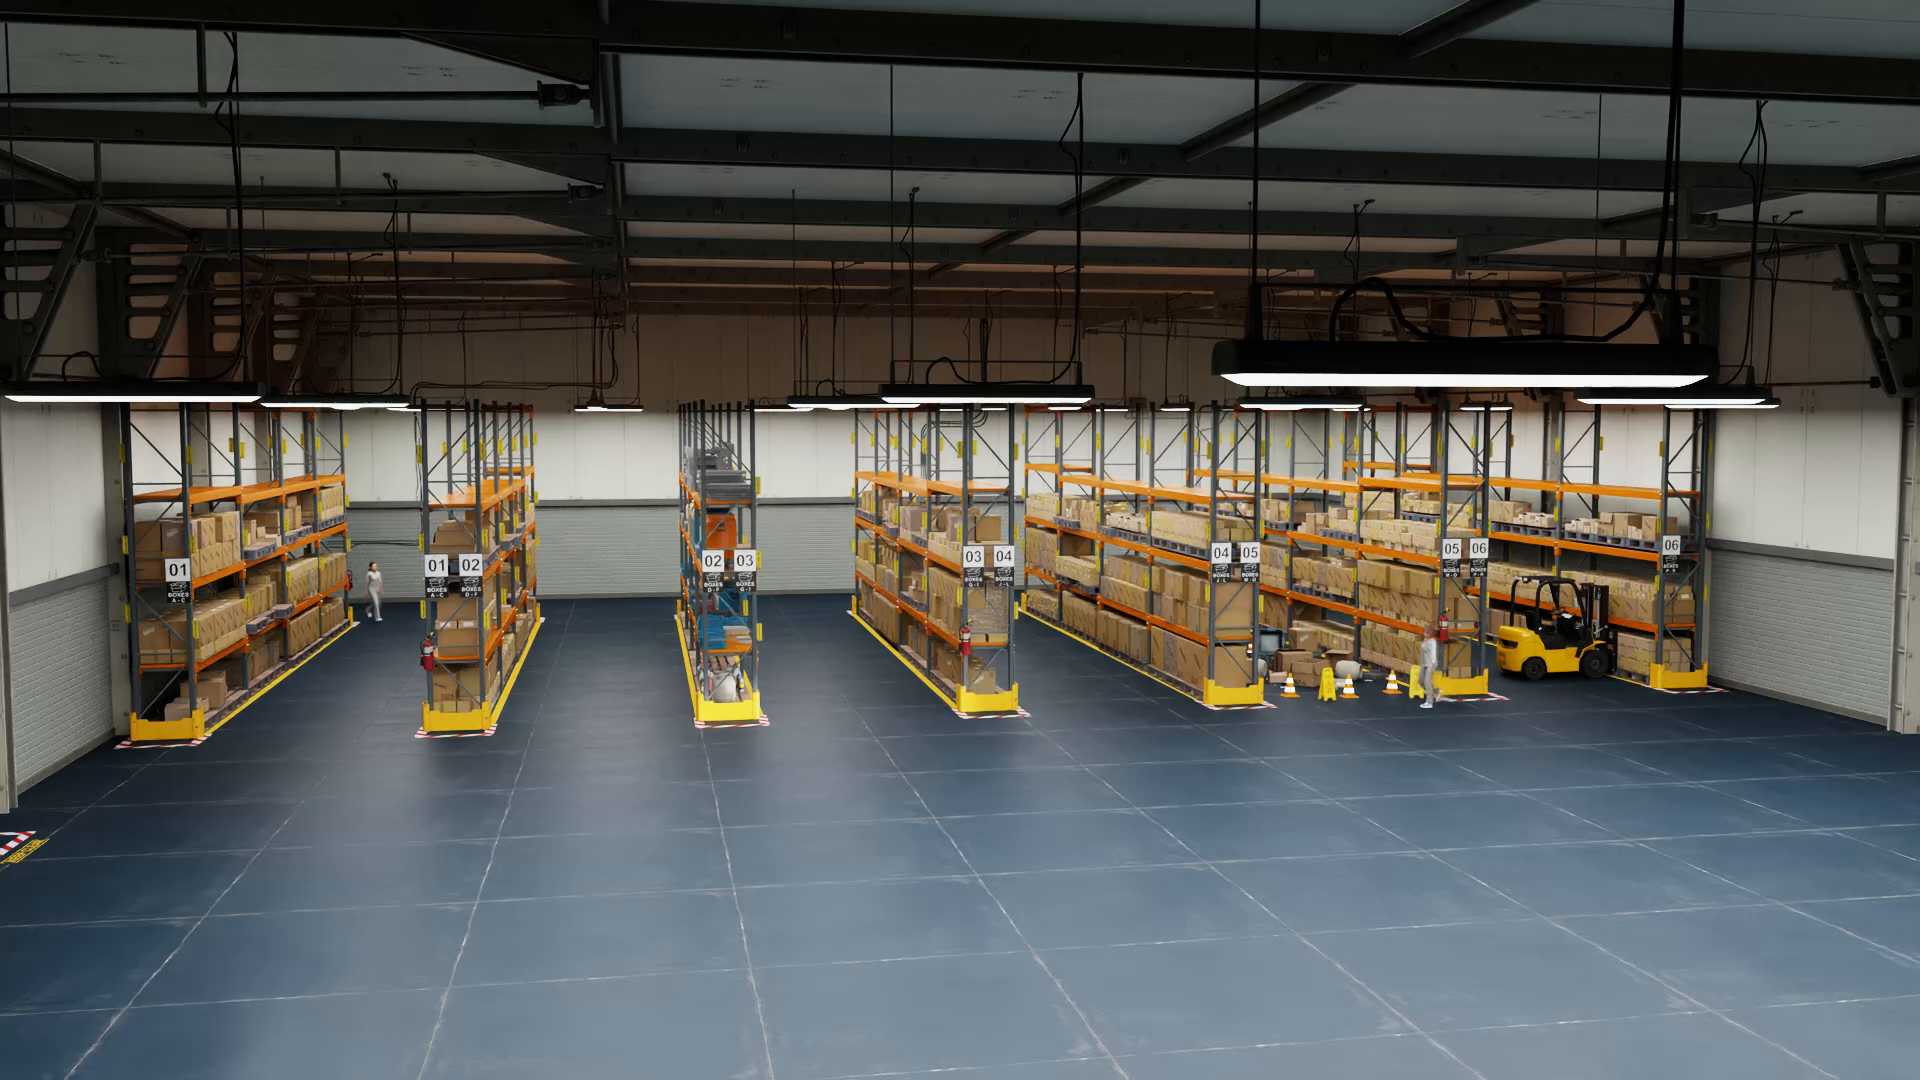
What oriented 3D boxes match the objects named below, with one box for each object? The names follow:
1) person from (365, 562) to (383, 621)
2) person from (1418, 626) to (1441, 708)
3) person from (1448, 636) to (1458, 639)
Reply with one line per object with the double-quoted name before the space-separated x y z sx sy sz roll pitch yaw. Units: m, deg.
"person" -16.254 1.417 46.055 0.819 1.640 0.449 3 5 34
"person" 9.202 2.467 32.429 0.537 1.589 0.415 -1 4 -14
"person" 11.307 2.002 38.166 0.610 1.698 0.559 -3 5 -34
